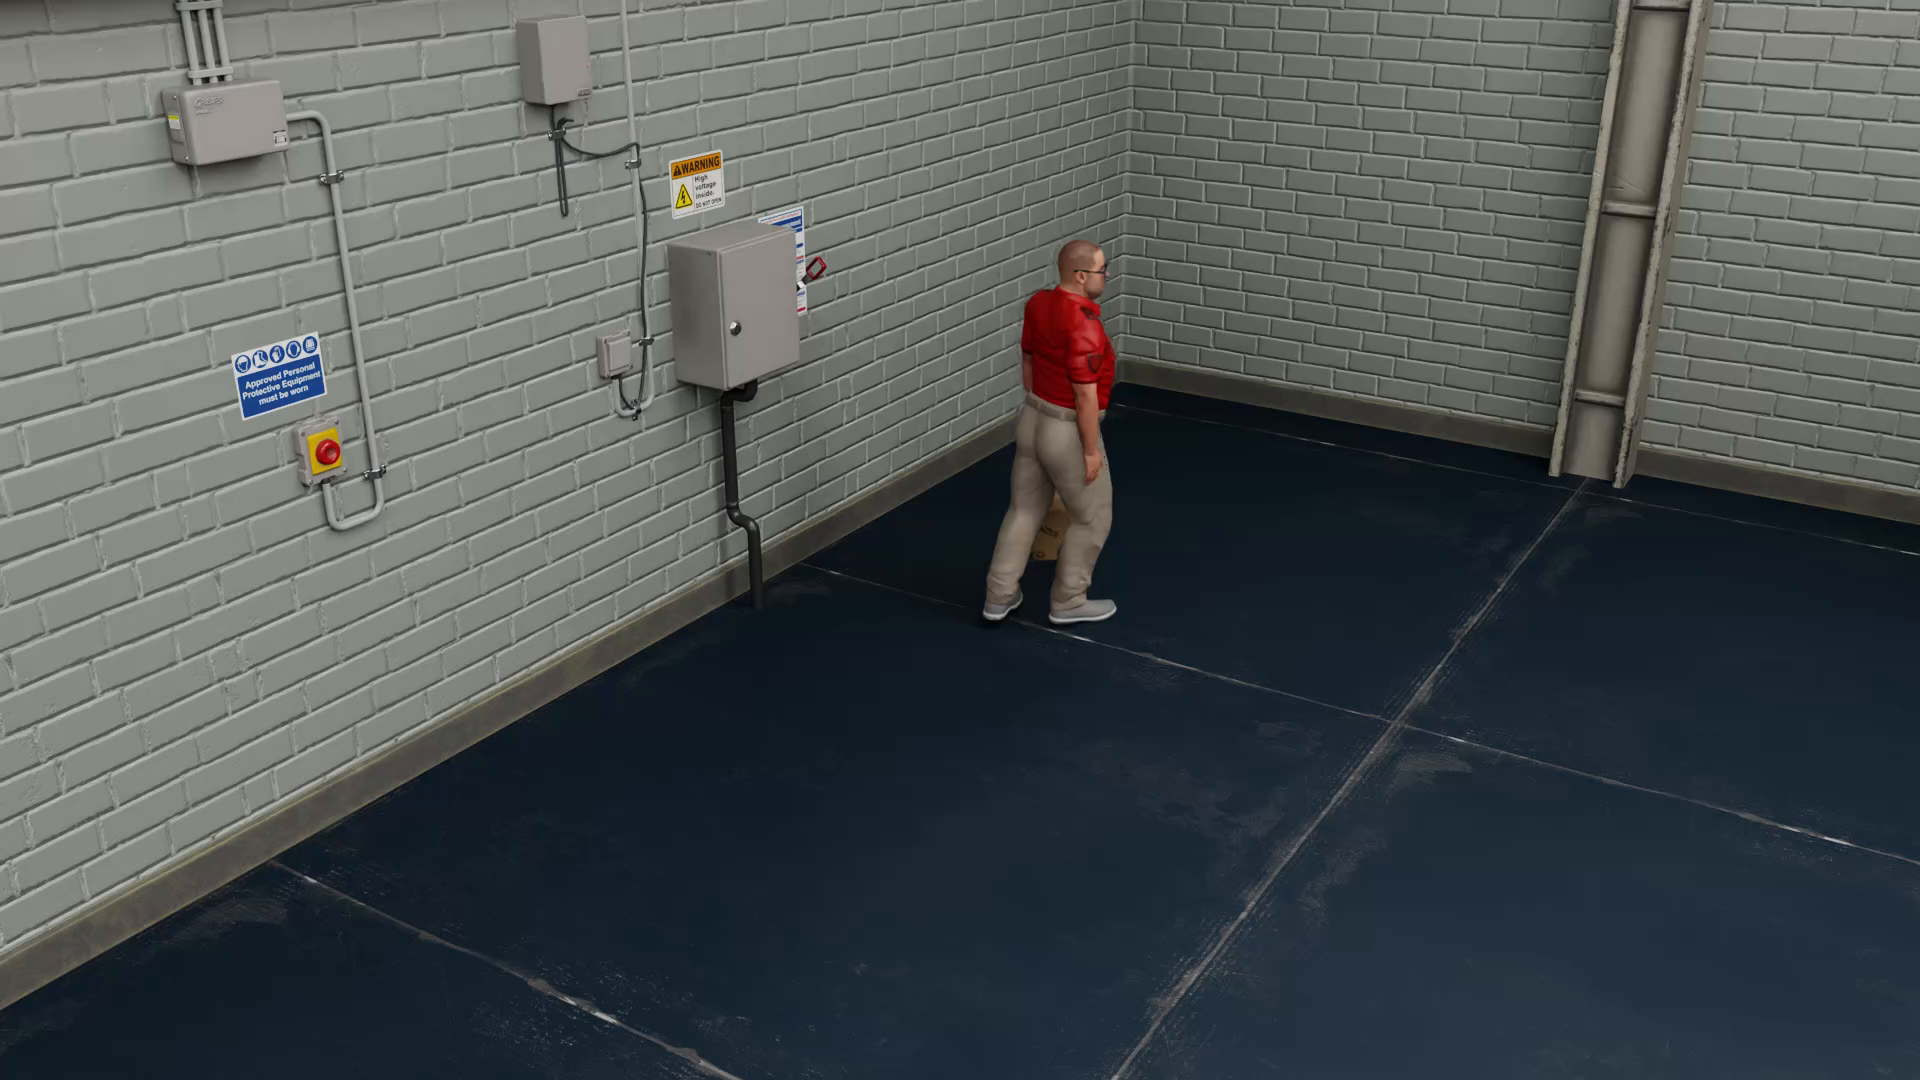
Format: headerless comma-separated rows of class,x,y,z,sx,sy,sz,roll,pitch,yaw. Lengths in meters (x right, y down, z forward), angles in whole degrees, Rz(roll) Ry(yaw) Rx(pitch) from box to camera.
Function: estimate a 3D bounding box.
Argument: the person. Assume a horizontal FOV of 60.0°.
person,0.416,-0.435,7.148,0.588,1.713,0.562,-13,26,-27
